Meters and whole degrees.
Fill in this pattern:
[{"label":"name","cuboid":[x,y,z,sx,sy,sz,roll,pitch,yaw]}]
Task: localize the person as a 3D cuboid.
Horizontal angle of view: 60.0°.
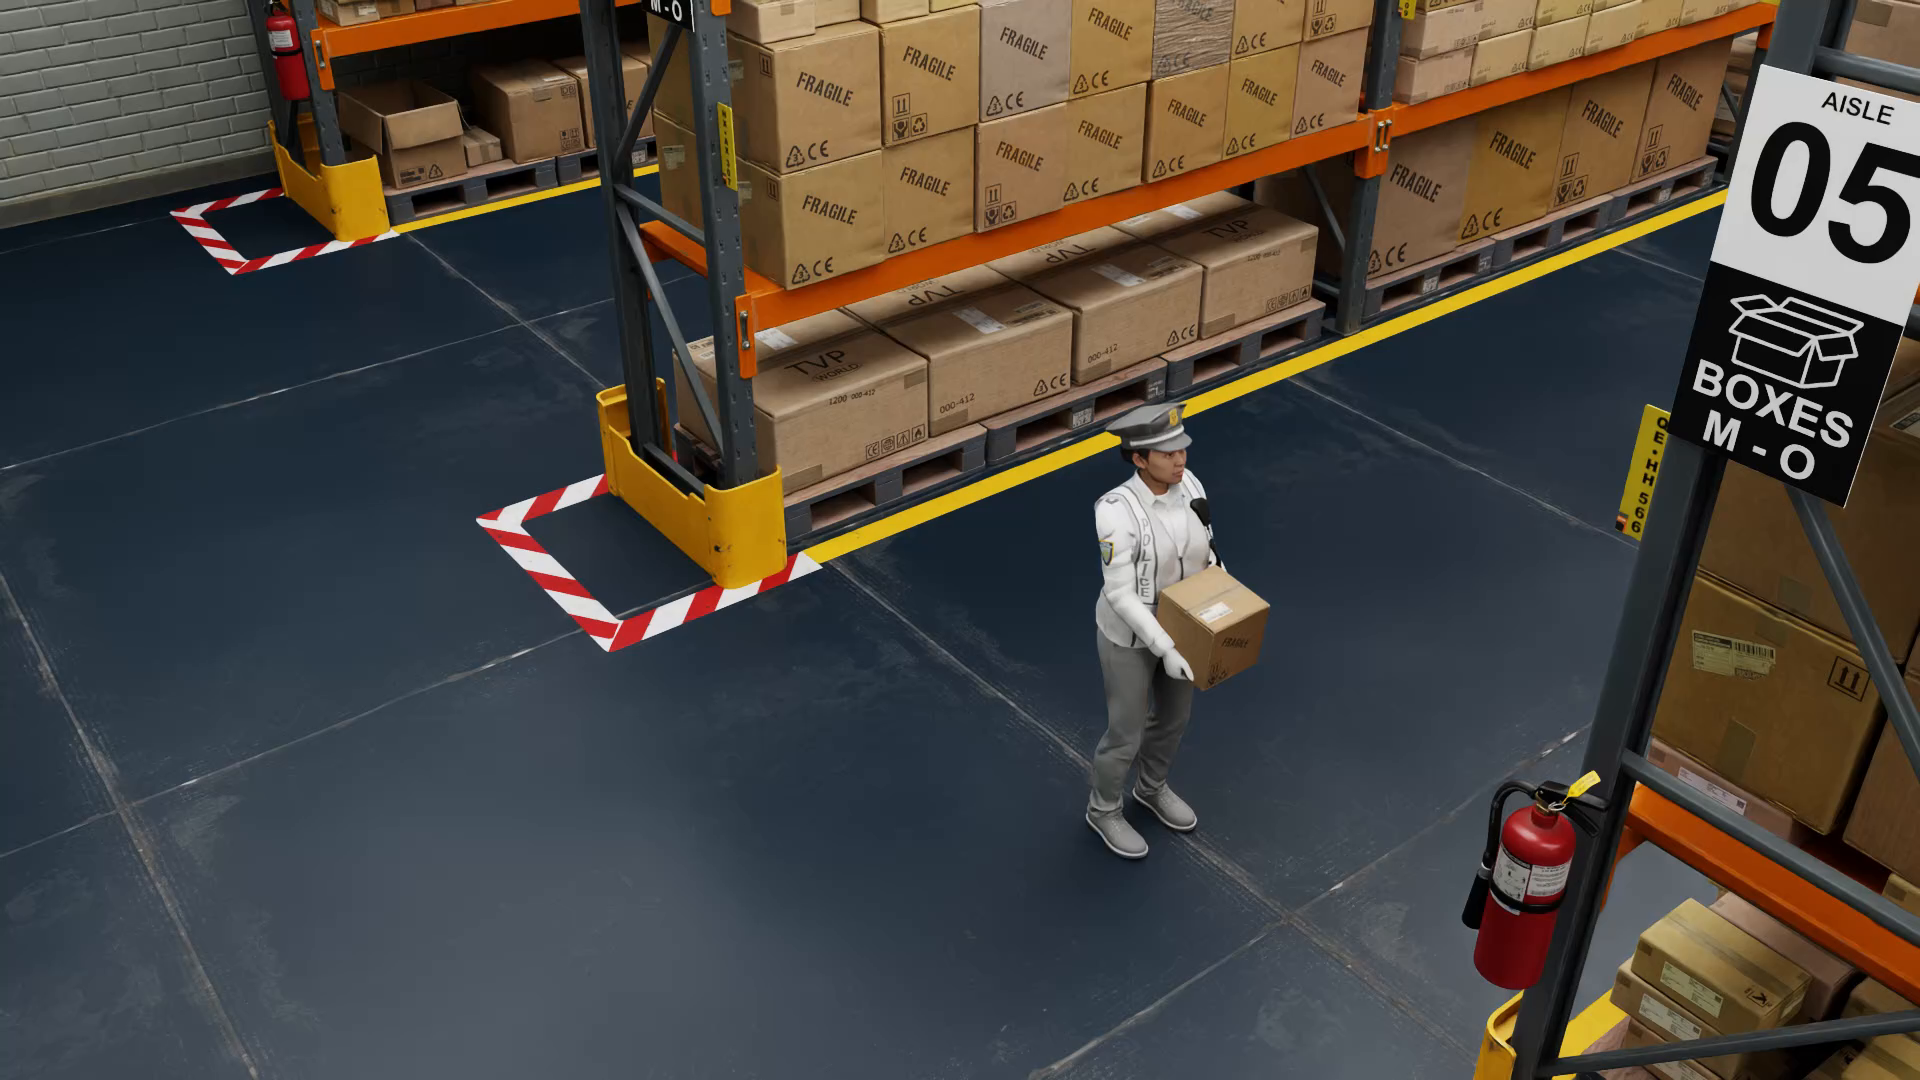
[{"label":"person","cuboid":[0.685,0.333,5.586,0.460,1.686,0.556,-22,39,-31]}]
